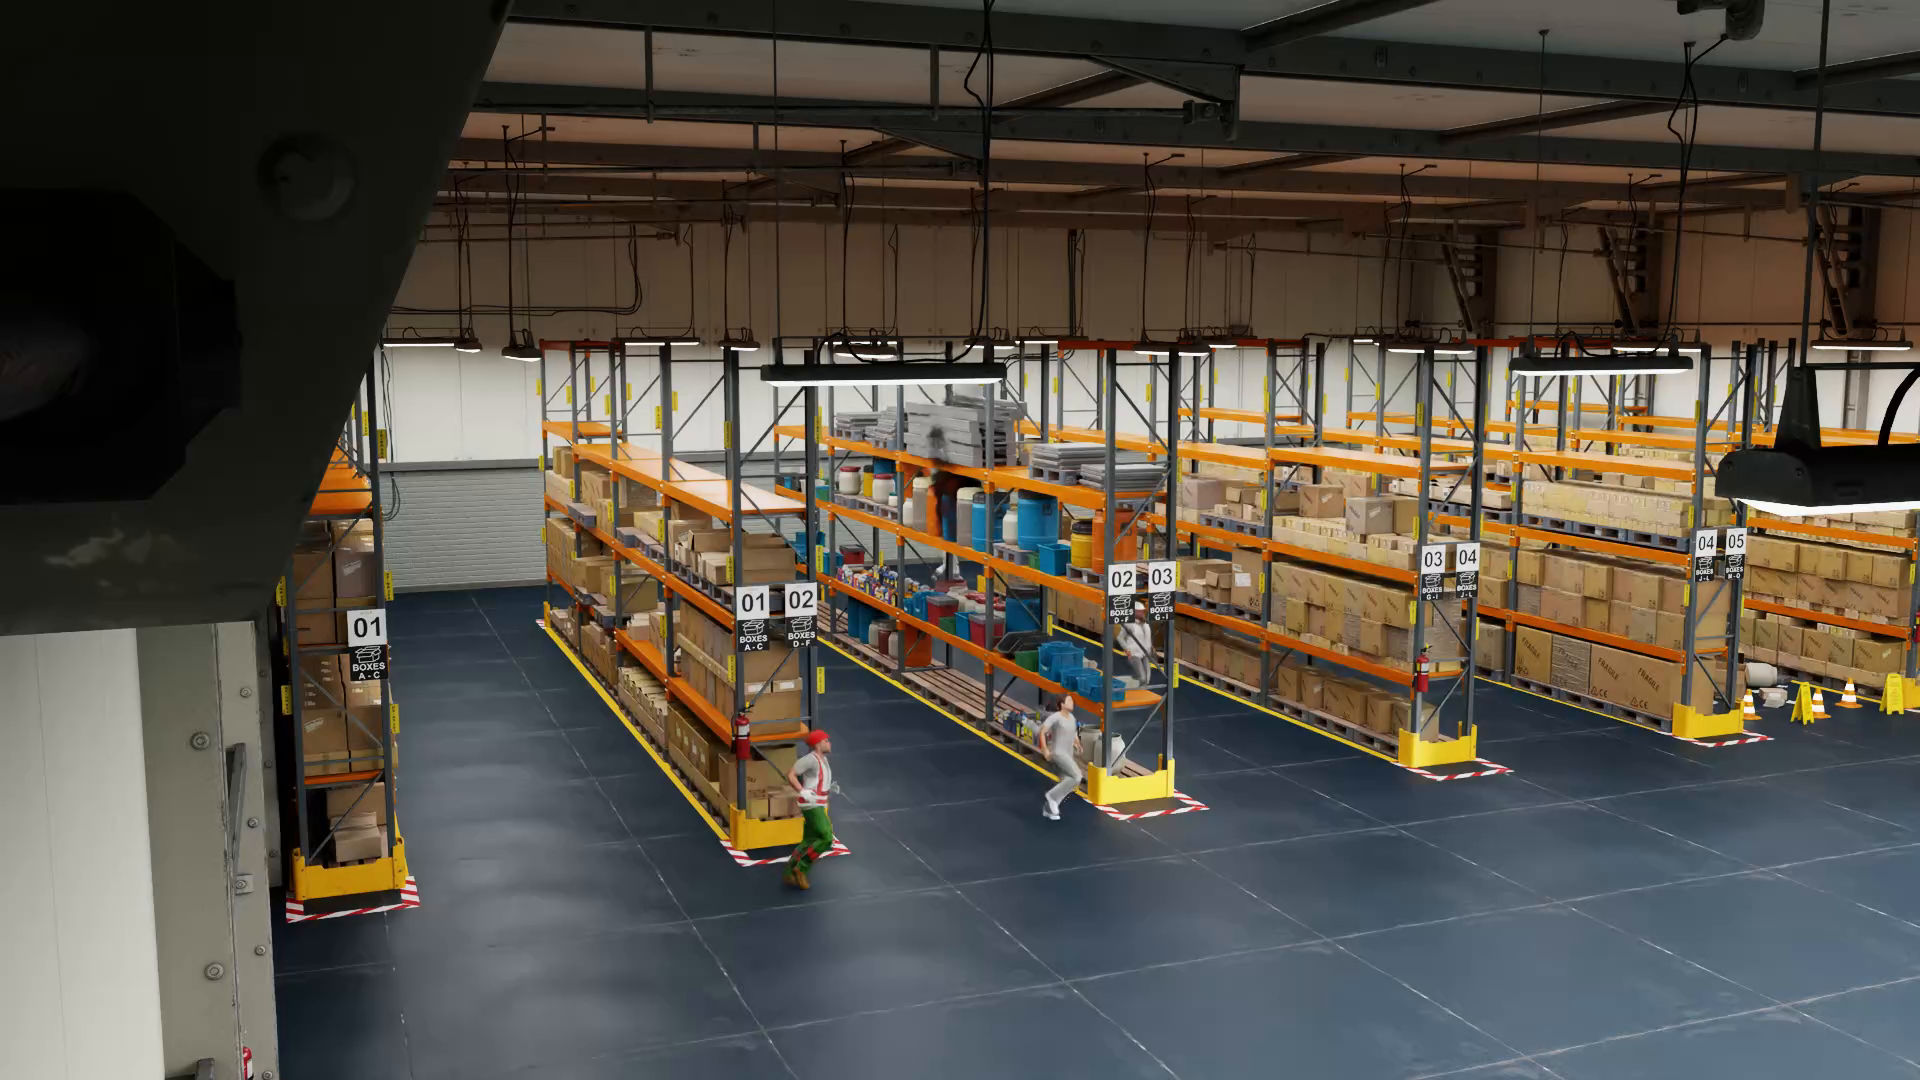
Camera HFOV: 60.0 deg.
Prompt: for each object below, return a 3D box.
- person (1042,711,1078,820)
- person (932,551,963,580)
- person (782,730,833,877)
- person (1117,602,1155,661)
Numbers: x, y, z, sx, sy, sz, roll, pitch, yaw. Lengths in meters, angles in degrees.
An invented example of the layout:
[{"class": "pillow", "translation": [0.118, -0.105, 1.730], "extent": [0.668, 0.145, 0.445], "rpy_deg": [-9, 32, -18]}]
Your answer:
[{"class": "person", "translation": [1.306, 2.876, 21.408], "extent": [0.358, 1.359, 0.574], "rpy_deg": [5, 9, 35]}, {"class": "person", "translation": [-0.297, 0.298, 39.987], "extent": [0.810, 1.464, 0.511], "rpy_deg": [-1, 8, -9]}, {"class": "person", "translation": [-1.677, 2.981, 18.887], "extent": [0.591, 1.651, 0.649], "rpy_deg": [1, 8, 10]}, {"class": "person", "translation": [2.990, 1.507, 27.552], "extent": [0.662, 0.929, 0.474], "rpy_deg": [-5, 9, -35]}]
